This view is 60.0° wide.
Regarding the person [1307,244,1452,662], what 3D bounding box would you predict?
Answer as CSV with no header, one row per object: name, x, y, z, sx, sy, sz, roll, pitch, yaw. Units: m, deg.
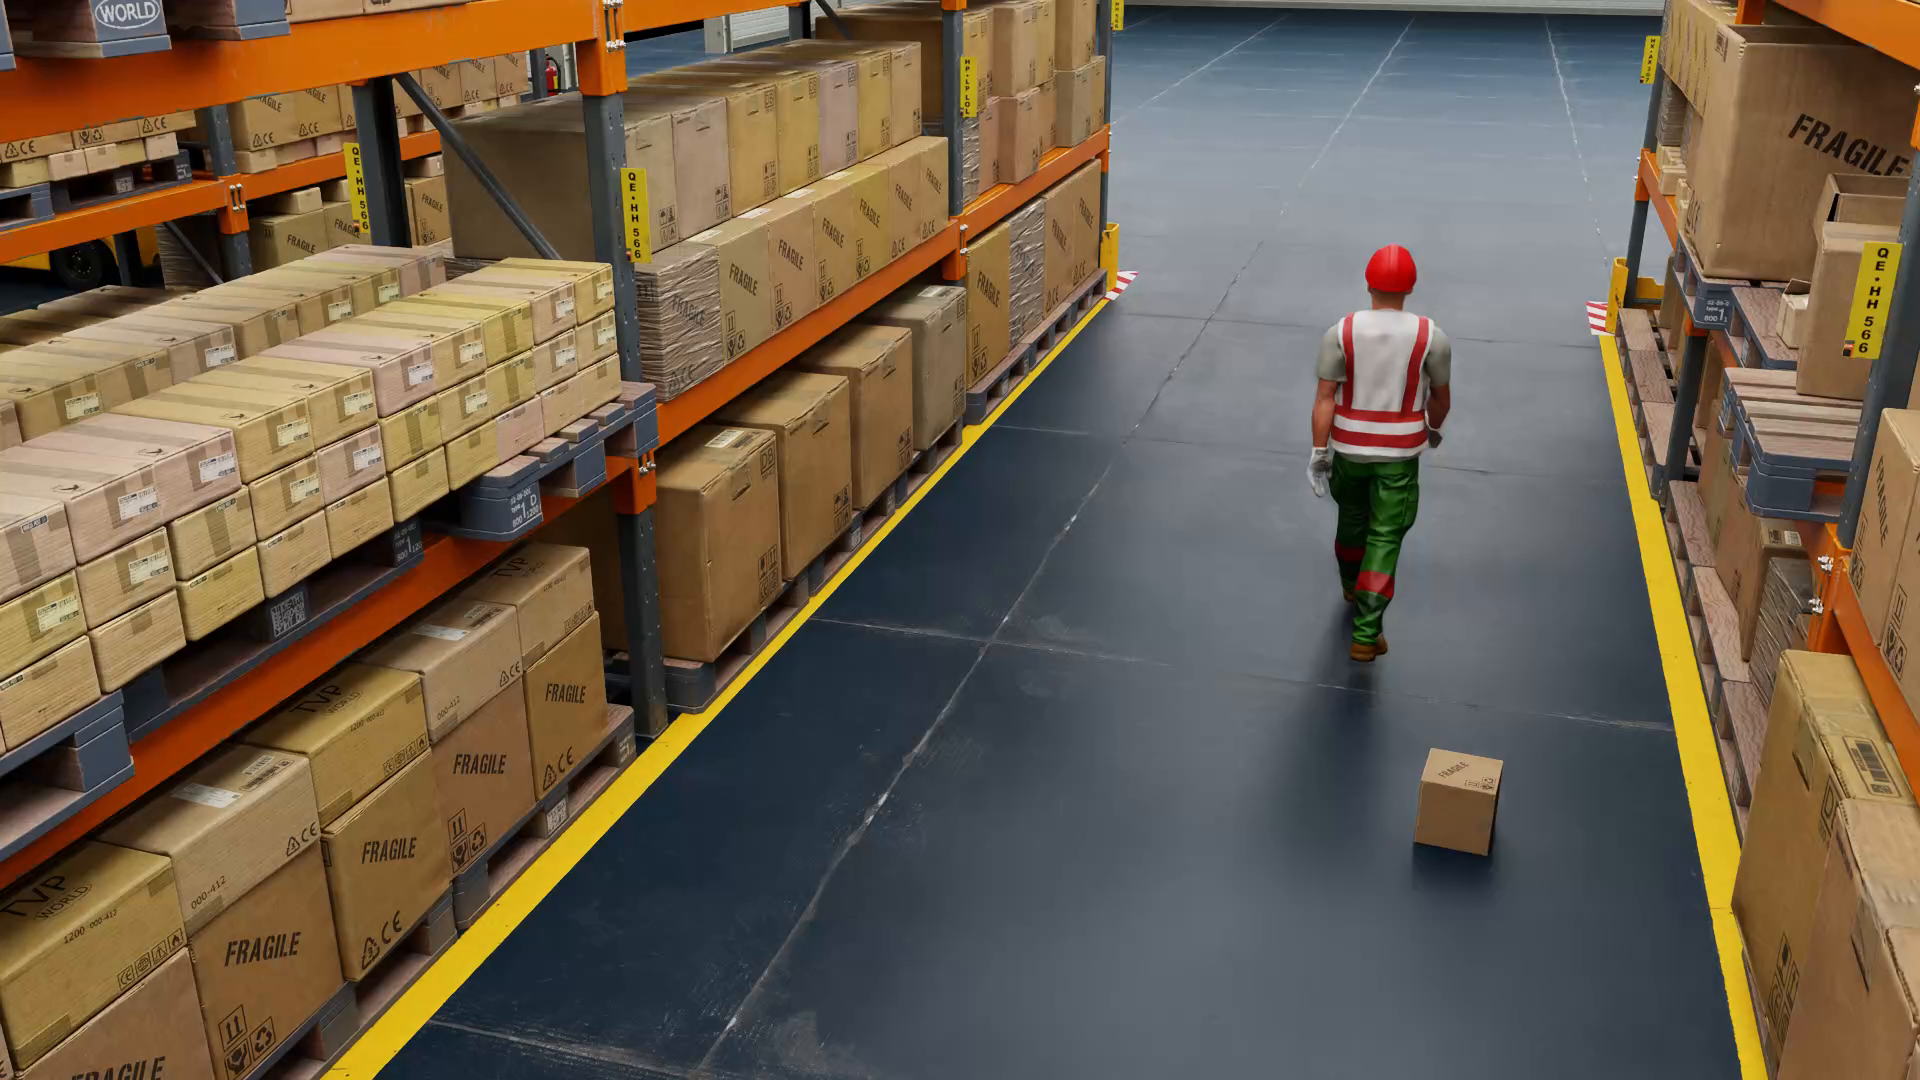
person,1.798,-0.418,7.120,0.538,1.735,1.089,8,23,20
